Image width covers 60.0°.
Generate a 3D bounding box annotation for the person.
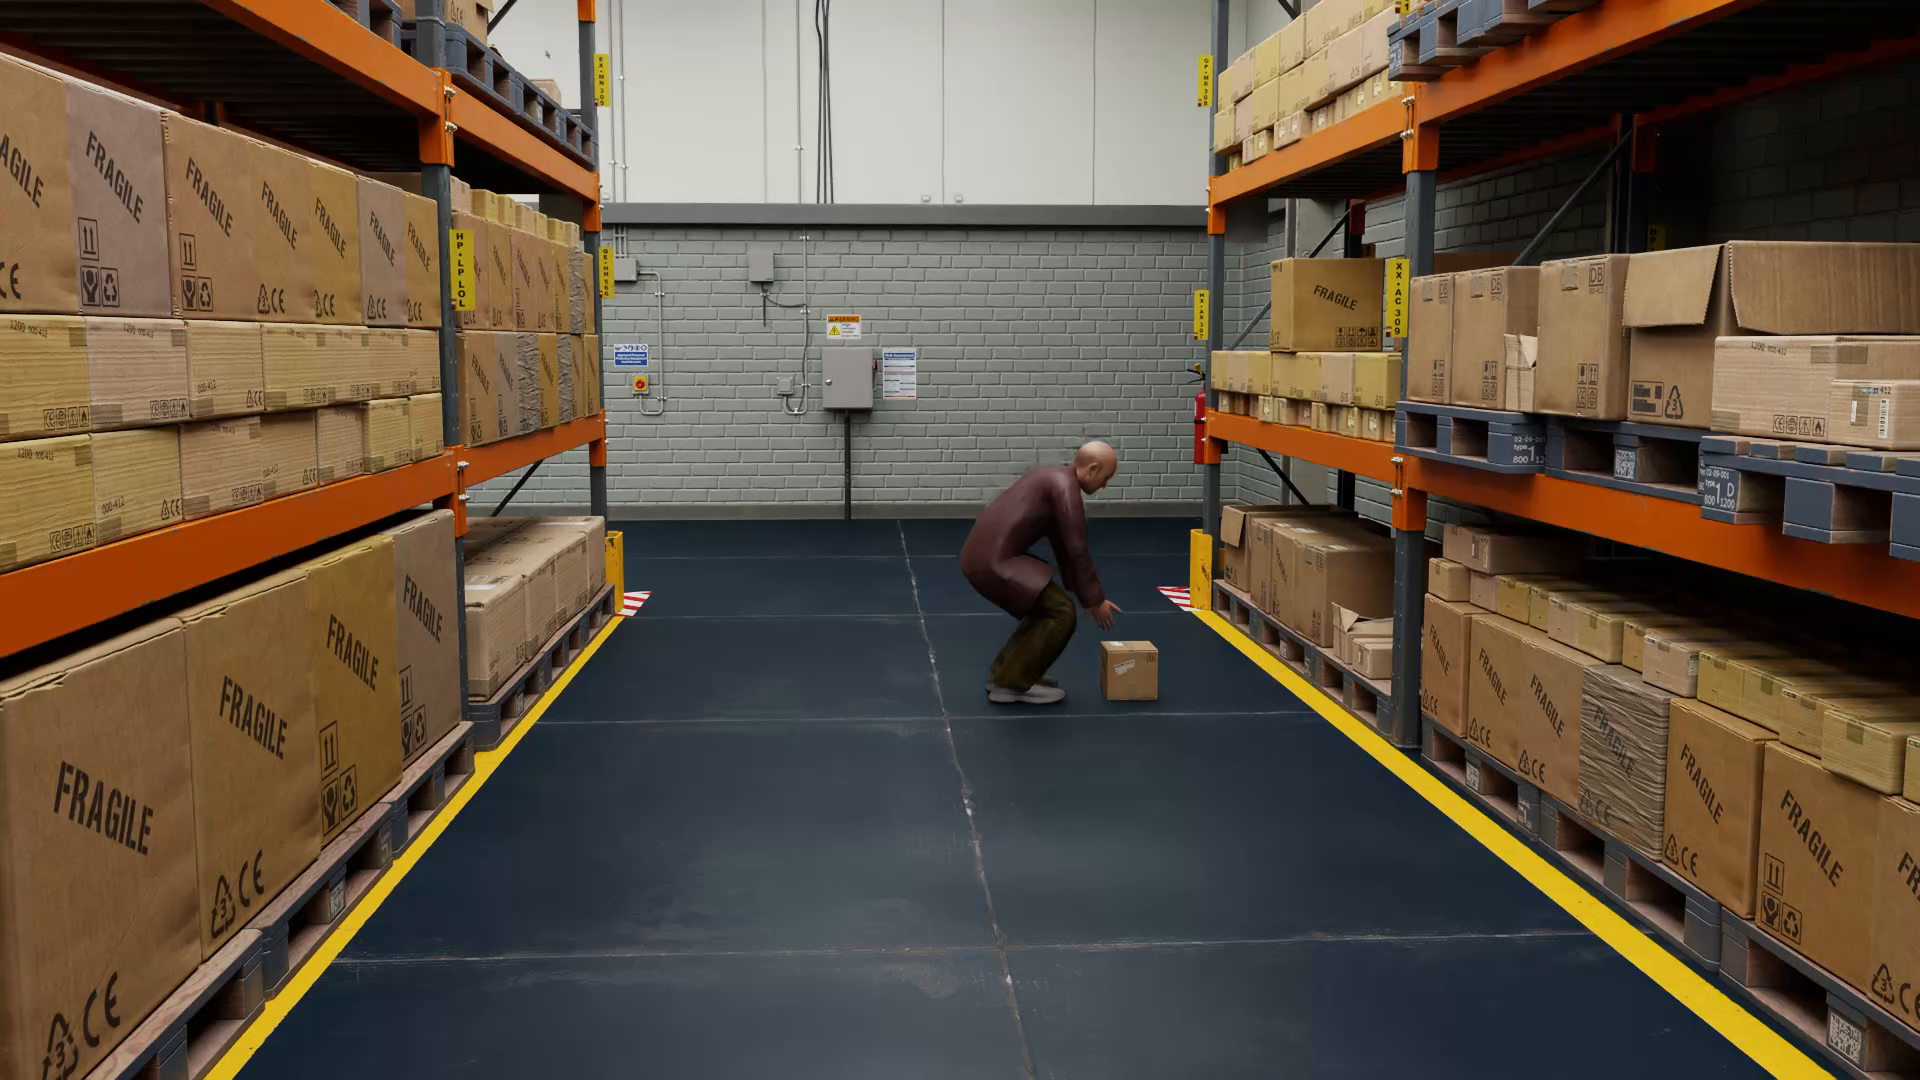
[{"bbox_3d":[0.384,0.152,8.239,0.793,1.259,0.633,0,7,-4],"label":"person"}]
